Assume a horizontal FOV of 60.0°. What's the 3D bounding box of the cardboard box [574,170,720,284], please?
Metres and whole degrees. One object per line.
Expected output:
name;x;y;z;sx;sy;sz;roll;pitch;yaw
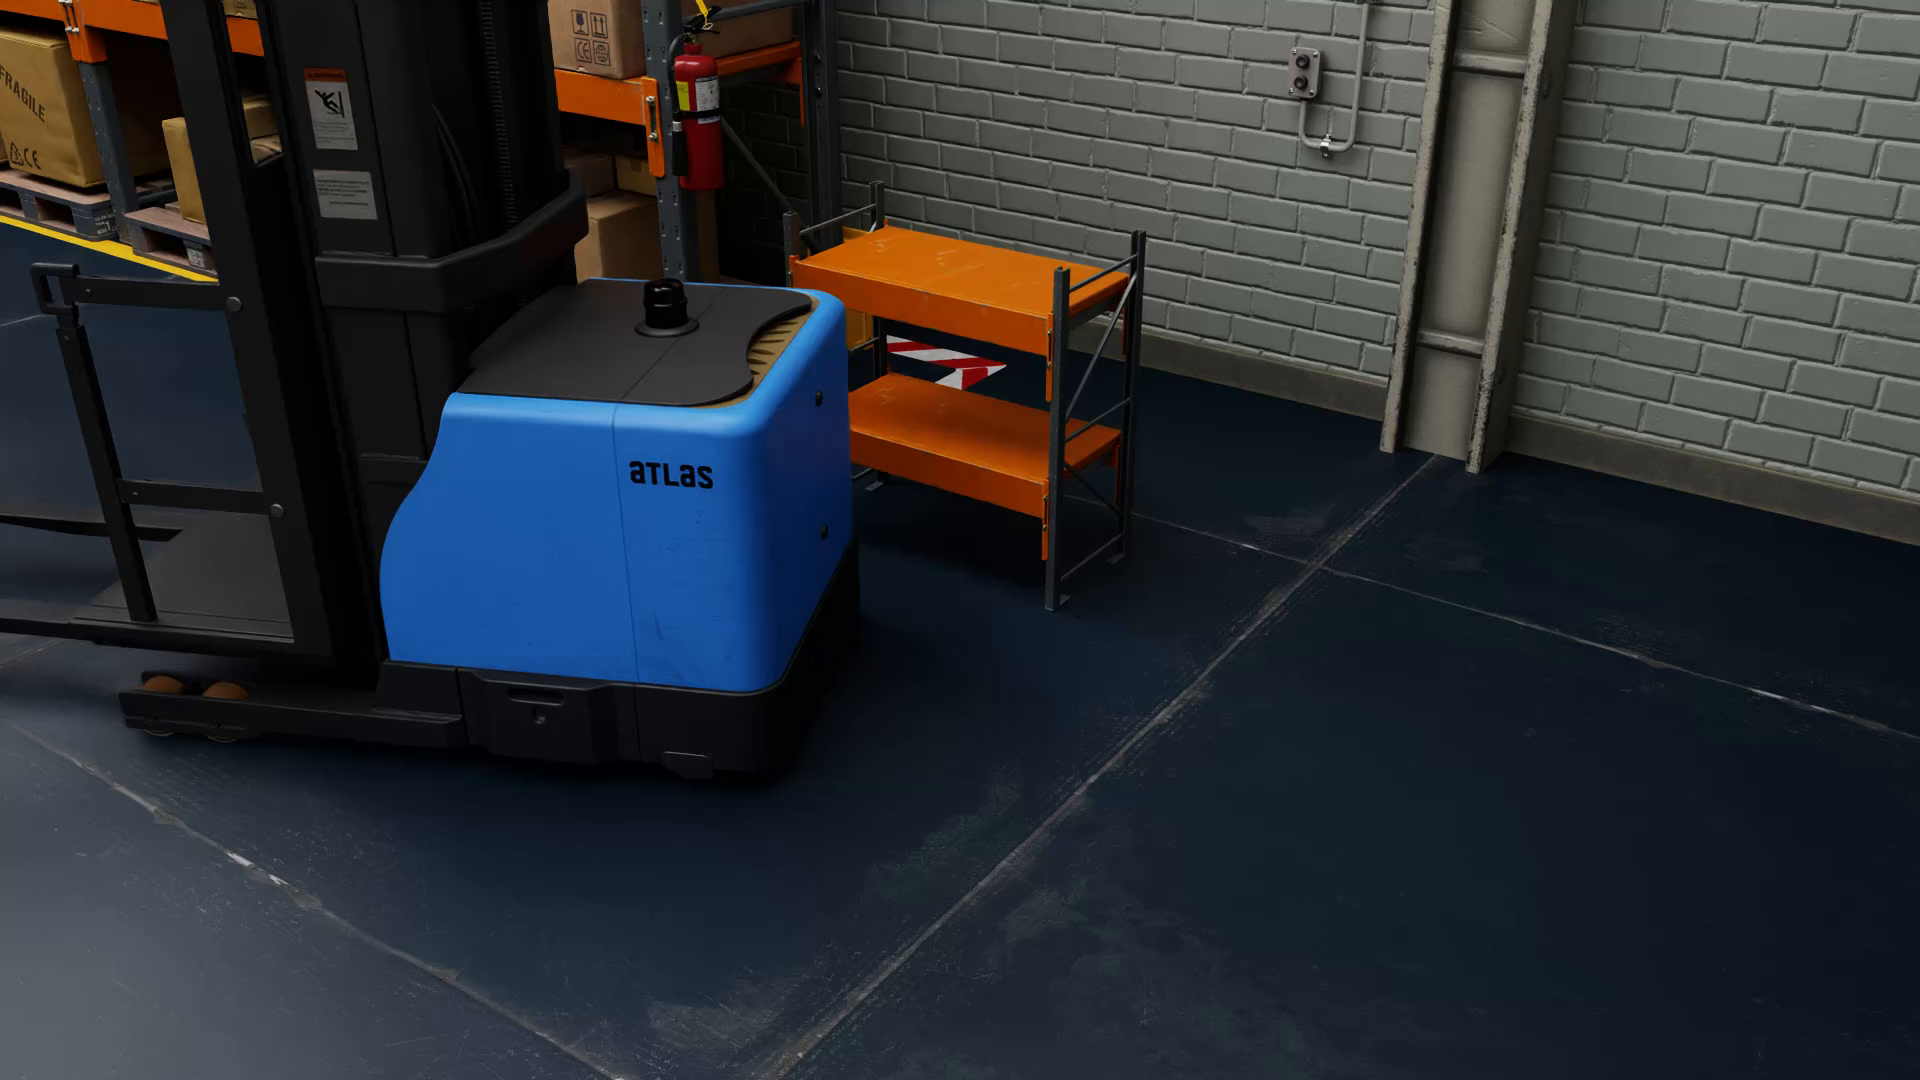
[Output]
cardboard box;-1.477;-1.278;7.247;0.500;0.500;0.700;17;32;30

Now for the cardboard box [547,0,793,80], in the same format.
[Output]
cardboard box;-1.269;-2.323;6.677;0.700;0.700;0.980;19;33;33

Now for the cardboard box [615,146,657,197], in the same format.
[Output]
cardboard box;-1.260;-1.610;7.183;0.250;0.149;0.380;18;32;31

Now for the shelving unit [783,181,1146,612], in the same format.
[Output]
shelving unit;0.006;-0.500;5.491;1.048;1.125;0.538;17;32;30

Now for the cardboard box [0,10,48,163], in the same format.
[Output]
cardboard box;-5.484;-2.664;9.585;0.750;0.750;0.750;18;32;32

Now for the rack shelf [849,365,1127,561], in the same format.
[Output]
rack shelf;0.006;-0.282;5.602;1.000;0.278;0.538;17;32;30

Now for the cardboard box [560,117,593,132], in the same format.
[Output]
cardboard box;-1.885;-1.804;7.565;0.250;0.149;0.380;18;32;31

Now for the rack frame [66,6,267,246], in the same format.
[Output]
rack frame;-4.140;-3.089;8.513;0.127;3.000;1.000;17;32;30

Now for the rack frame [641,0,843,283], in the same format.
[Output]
rack frame;-0.843;-2.062;6.495;0.127;3.000;1.000;17;32;30

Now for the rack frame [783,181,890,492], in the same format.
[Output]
rack frame;-0.413;-0.630;5.748;0.032;1.125;0.500;17;32;30

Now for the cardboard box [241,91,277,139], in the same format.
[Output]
cardboard box;-3.403;-2.065;8.079;0.250;0.149;0.380;19;32;32

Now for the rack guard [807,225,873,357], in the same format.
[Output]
rack guard;-0.823;-0.942;7.050;0.348;0.500;1.175;17;32;30

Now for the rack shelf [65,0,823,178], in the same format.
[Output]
rack shelf;-2.492;-2.255;7.667;4.000;0.370;1.077;17;32;30

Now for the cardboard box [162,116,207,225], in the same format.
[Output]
cardboard box;-3.582;-1.932;8.533;0.500;0.500;0.700;18;32;31

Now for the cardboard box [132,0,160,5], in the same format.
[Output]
cardboard box;-3.702;-3.078;8.160;0.700;0.700;0.980;18;32;31

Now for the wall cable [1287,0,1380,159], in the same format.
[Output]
wall cable;0.748;-2.540;6.313;1.851;1.984;0.084;17;32;30

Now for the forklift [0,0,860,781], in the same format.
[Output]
forklift;-1.880;-0.971;4.427;3.031;2.935;1.130;4;27;9

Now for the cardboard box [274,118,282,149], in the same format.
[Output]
cardboard box;-2.973;-1.931;7.815;0.250;0.149;0.380;16;31;29

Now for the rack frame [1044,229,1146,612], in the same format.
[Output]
rack frame;0.425;-0.369;5.235;0.032;1.125;0.500;17;32;30

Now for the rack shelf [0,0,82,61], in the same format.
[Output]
rack shelf;-5.789;-3.282;9.686;4.000;0.370;1.077;17;32;30

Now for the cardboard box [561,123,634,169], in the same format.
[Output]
cardboard box;-1.679;-1.739;7.438;0.250;0.149;0.380;17;32;30

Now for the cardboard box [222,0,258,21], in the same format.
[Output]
cardboard box;-3.104;-2.888;7.787;0.700;0.700;0.980;16;31;29

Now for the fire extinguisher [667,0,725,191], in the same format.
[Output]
fire extinguisher;-0.980;-1.650;6.182;0.183;0.674;0.296;17;32;30

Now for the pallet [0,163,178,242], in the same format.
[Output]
pallet;-4.819;-2.017;9.480;1.213;0.211;1.003;17;32;30

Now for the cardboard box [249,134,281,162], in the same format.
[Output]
cardboard box;-3.170;-1.802;8.277;0.500;0.500;0.700;17;32;30

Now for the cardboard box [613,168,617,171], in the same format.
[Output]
cardboard box;-1.889;-1.406;7.499;0.500;0.500;0.700;17;32;30

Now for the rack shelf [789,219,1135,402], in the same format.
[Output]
rack shelf;0.006;-0.760;5.359;1.000;0.278;0.538;17;32;30

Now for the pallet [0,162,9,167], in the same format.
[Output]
pallet;-5.829;-2.330;10.095;1.213;0.211;1.003;17;32;30

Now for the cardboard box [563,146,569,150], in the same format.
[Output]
cardboard box;-1.897;-1.597;7.159;0.250;0.149;0.380;18;32;32

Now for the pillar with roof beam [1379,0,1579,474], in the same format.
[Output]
pillar with roof beam;-0.565;-2.757;1.245;0.400;9.000;9.100;17;32;30

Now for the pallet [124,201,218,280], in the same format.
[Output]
pallet;-3.558;-1.622;8.705;1.213;0.211;1.003;17;32;30

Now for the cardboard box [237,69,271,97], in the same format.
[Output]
cardboard box;-3.589;-2.333;8.604;0.250;0.149;0.380;17;32;30

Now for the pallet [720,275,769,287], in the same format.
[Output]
pallet;-1.547;-0.996;7.474;1.213;0.211;1.003;17;32;30

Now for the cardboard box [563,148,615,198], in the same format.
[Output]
cardboard box;-1.686;-1.532;7.030;0.250;0.149;0.380;17;31;30

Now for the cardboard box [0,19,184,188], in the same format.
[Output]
cardboard box;-4.750;-2.437;9.138;0.750;0.750;0.750;18;32;31
